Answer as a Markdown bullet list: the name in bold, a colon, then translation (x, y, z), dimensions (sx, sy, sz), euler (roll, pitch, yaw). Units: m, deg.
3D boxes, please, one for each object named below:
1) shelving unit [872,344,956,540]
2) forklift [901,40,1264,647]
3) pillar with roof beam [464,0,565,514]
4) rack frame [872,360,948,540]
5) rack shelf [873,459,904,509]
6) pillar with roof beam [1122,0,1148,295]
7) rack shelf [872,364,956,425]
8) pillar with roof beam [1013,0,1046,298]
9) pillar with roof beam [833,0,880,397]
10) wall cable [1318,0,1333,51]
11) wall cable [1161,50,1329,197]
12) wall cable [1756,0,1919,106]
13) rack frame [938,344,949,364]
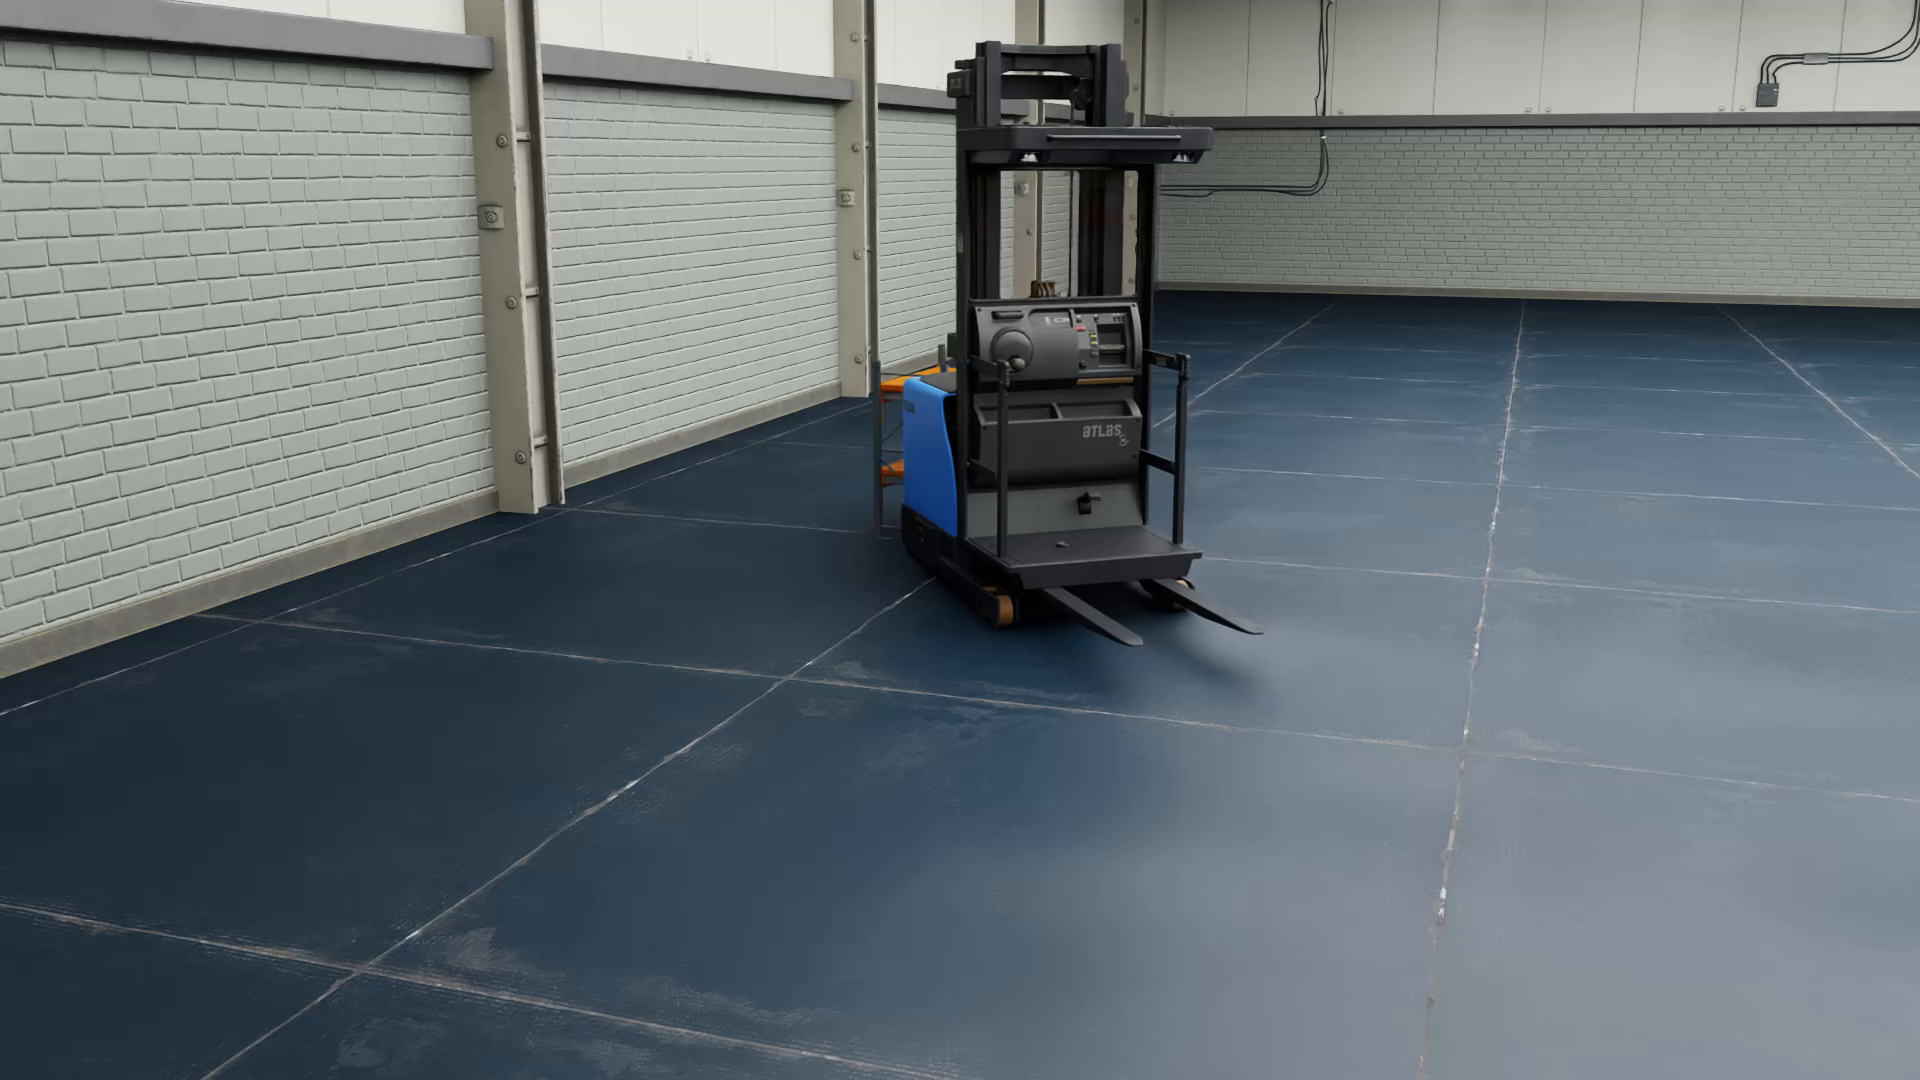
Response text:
- **shelving unit**: translation (-0.109, -0.647, 10.793), dimensions (0.538, 1.125, 1.048), euler (5, 14, 22)
- **forklift**: translation (0.598, -1.083, 8.647), dimensions (1.130, 2.935, 3.031), euler (-4, 14, -18)
- **pillar with roof beam**: translation (1.107, -4.307, 9.133), dimensions (9.100, 9.000, 0.400), euler (4, 14, 18)
- **rack frame**: translation (-0.306, -0.542, 10.336), dimensions (0.500, 1.125, 0.032), euler (5, 14, 22)
- **rack shelf**: translation (-0.109, -0.408, 10.847), dimensions (0.538, 0.278, 1.000), euler (5, 14, 22)
- **pillar with roof beam**: translation (6.931, -8.097, 25.738), dimensions (9.100, 9.000, 0.400), euler (4, 14, 18)
- **rack shelf**: translation (-0.109, -0.932, 10.728), dimensions (0.538, 0.278, 1.000), euler (5, 14, 22)
- **pillar with roof beam**: translation (4.989, -6.833, 20.203), dimensions (9.100, 9.000, 0.400), euler (4, 14, 18)
- **pillar with roof beam**: translation (3.048, -5.570, 14.668), dimensions (9.100, 9.000, 0.400), euler (4, 14, 18)
- **wall cable**: translation (7.621, -9.685, 28.327), dimensions (3.097, 2.526, 0.112), euler (4, 14, 18)
- **wall cable**: translation (5.062, -7.418, 29.742), dimensions (3.097, 2.526, 0.112), euler (4, 14, 18)
- **wall cable**: translation (14.039, -9.903, 26.009), dimensions (2.305, 6.003, 0.169), euler (4, 14, 18)
- **rack frame**: translation (0.088, -0.751, 11.250), dimensions (0.500, 1.125, 0.032), euler (5, 14, 22)
